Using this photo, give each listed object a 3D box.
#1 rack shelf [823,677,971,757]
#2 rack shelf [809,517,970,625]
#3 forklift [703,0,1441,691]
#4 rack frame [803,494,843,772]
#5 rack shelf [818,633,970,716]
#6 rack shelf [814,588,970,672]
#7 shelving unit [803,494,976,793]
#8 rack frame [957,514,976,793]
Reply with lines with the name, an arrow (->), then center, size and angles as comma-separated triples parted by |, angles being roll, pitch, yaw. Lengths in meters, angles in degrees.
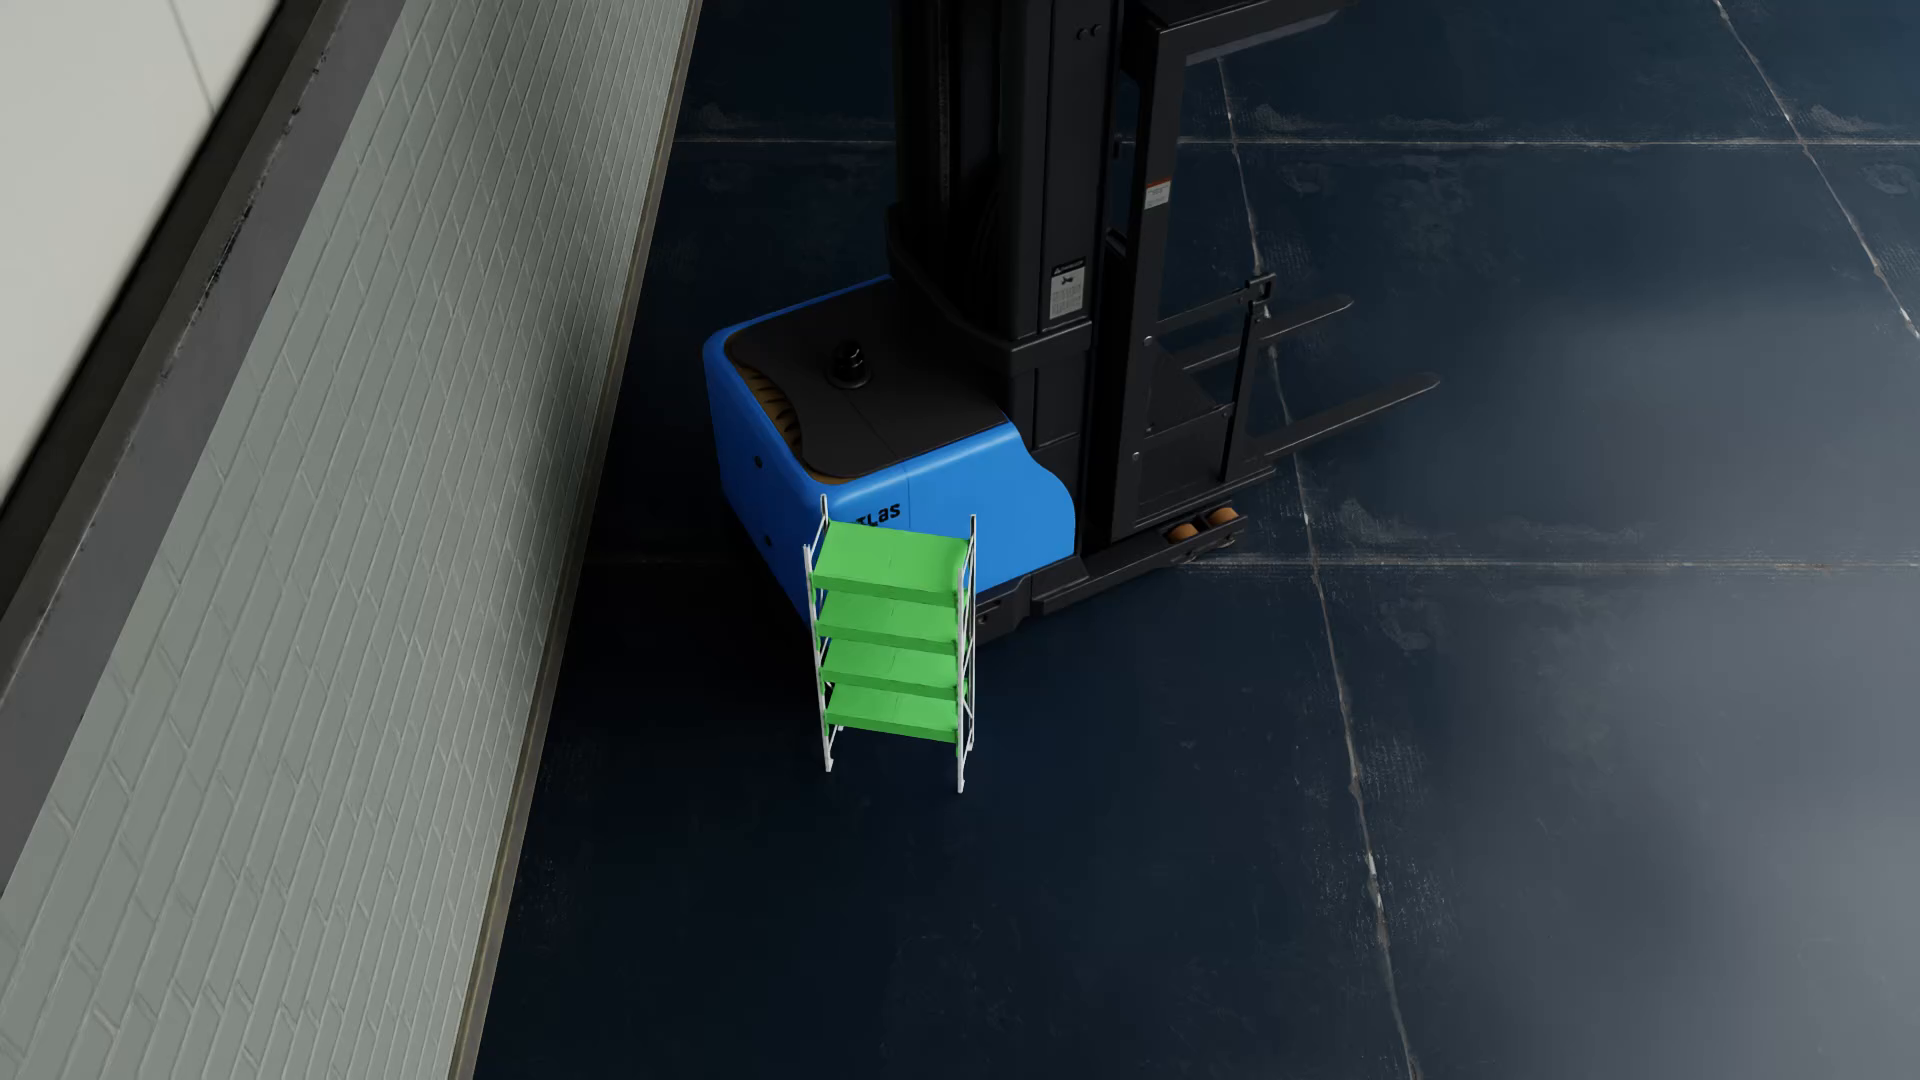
rack shelf -> -0.218, 0.588, 5.879 | 0.480, 0.148, 0.258 | 8, 48, 7
rack shelf -> -0.218, 0.098, 5.352 | 0.480, 0.148, 0.258 | 8, 48, 7
forklift -> 0.588, -1.220, 5.964 | 3.031, 2.935, 1.130 | -22, 51, -19
rack frame -> -0.458, 0.348, 5.687 | 0.015, 1.200, 0.240 | 8, 48, 7
rack shelf -> -0.218, 0.425, 5.703 | 0.480, 0.148, 0.258 | 8, 48, 7
rack shelf -> -0.218, 0.261, 5.527 | 0.480, 0.148, 0.258 | 8, 48, 7
shelving unit -> -0.218, 0.381, 5.656 | 0.503, 1.200, 0.258 | 8, 48, 7
rack frame -> 0.021, 0.414, 5.625 | 0.015, 1.200, 0.240 | 8, 48, 7
